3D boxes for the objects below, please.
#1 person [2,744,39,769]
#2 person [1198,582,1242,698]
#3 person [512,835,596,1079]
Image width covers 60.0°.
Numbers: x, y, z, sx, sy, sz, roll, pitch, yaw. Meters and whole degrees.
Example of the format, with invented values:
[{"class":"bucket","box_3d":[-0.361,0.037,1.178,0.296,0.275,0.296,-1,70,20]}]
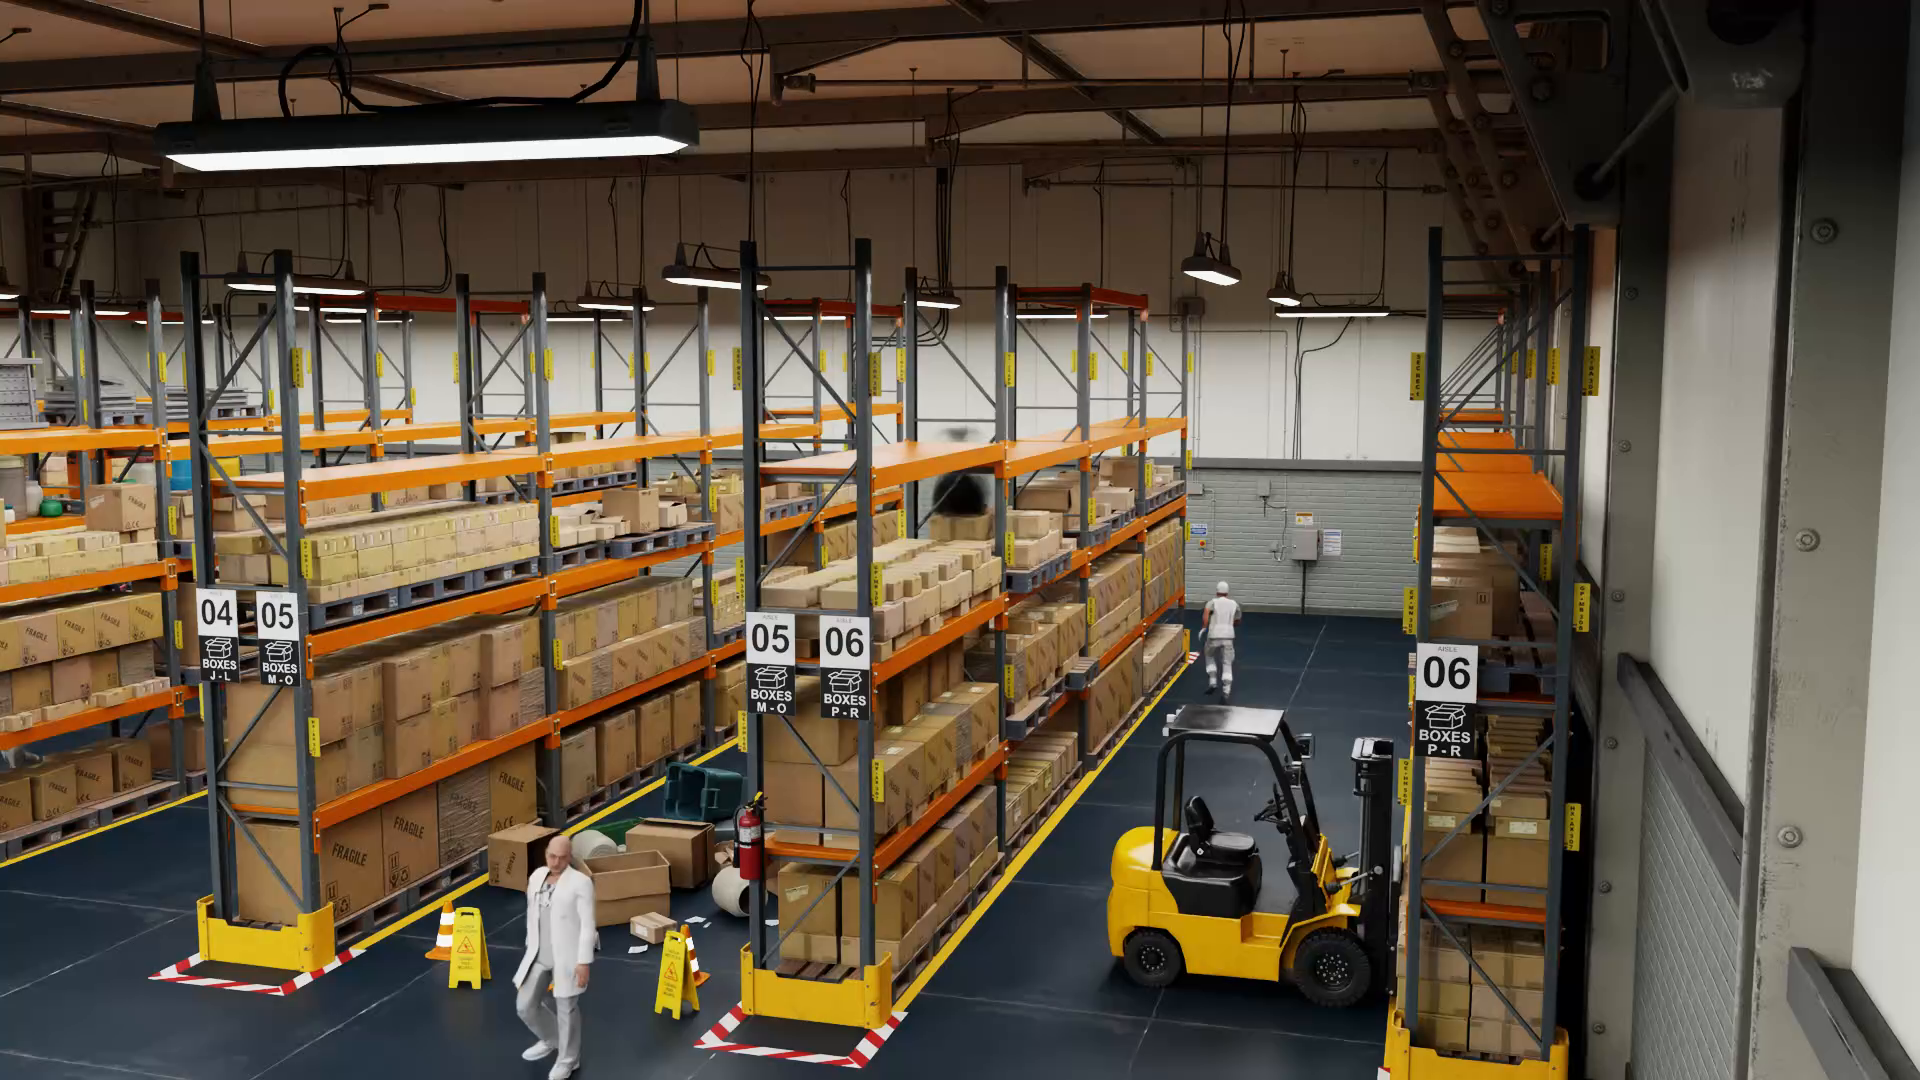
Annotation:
[{"class":"person","box_3d":[-11.198,2.166,19.781,0.560,1.618,0.735,1,6,5]},{"class":"person","box_3d":[3.915,1.504,25.076,0.690,1.730,0.989,0,6,2]},{"class":"person","box_3d":[-2.867,2.955,11.830,0.662,1.771,0.517,2,7,18]}]
